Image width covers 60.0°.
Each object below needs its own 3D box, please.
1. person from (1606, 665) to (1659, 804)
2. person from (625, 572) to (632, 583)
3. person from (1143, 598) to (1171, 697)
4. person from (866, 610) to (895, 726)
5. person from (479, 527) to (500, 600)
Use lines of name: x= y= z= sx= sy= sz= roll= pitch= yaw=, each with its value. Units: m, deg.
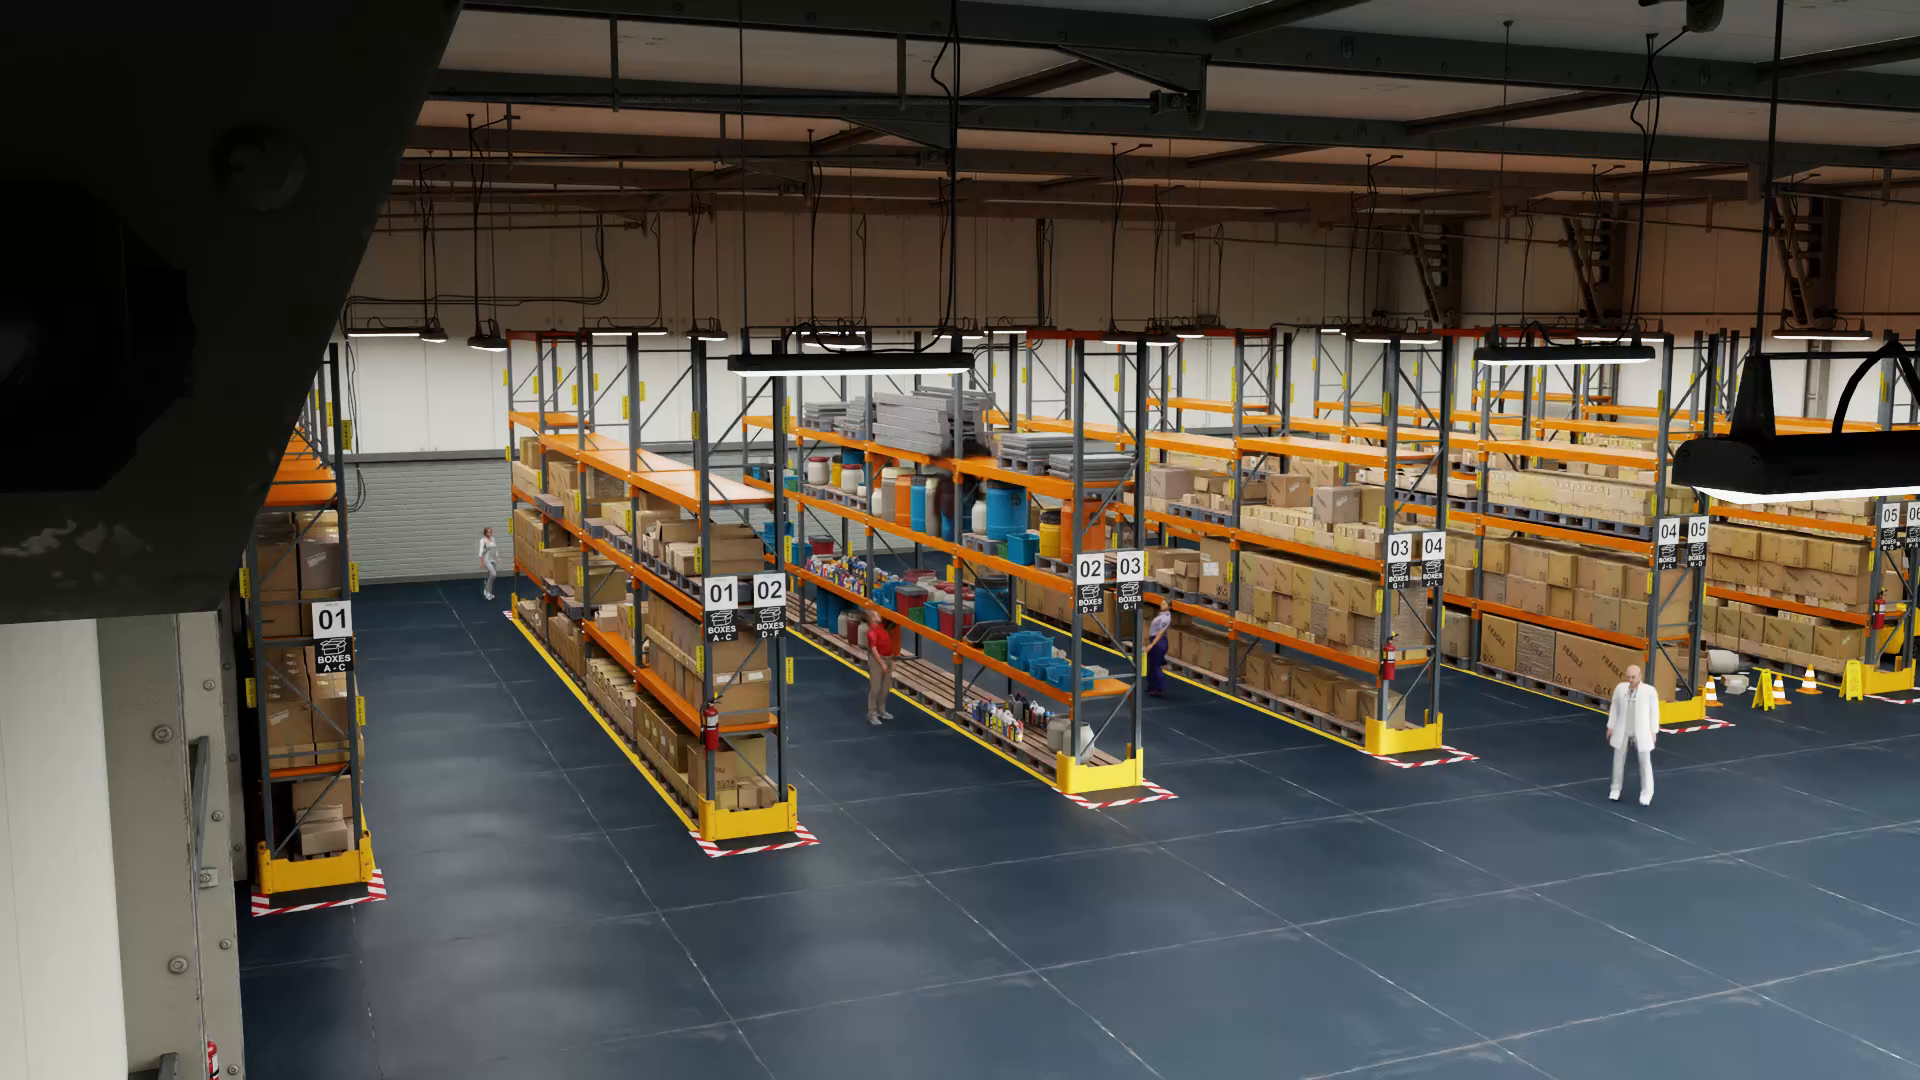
person: x=8.729 y=2.507 z=21.648 sx=0.637 sy=1.778 sz=0.434 roll=5 pitch=9 yaw=31
person: x=-7.437 y=0.246 z=38.852 sx=0.959 sy=1.620 sz=0.522 roll=-1 pitch=8 yaw=-8
person: x=3.256 y=1.807 z=27.623 sx=0.487 sy=1.692 sz=0.559 roll=2 pitch=8 yaw=12
person: x=-1.222 y=1.967 z=25.866 sx=0.451 sy=1.779 sz=0.607 roll=4 pitch=9 yaw=28
person: x=-10.422 y=0.513 z=36.882 sx=0.463 sy=1.615 sz=0.421 roll=2 pitch=8 yaw=17
